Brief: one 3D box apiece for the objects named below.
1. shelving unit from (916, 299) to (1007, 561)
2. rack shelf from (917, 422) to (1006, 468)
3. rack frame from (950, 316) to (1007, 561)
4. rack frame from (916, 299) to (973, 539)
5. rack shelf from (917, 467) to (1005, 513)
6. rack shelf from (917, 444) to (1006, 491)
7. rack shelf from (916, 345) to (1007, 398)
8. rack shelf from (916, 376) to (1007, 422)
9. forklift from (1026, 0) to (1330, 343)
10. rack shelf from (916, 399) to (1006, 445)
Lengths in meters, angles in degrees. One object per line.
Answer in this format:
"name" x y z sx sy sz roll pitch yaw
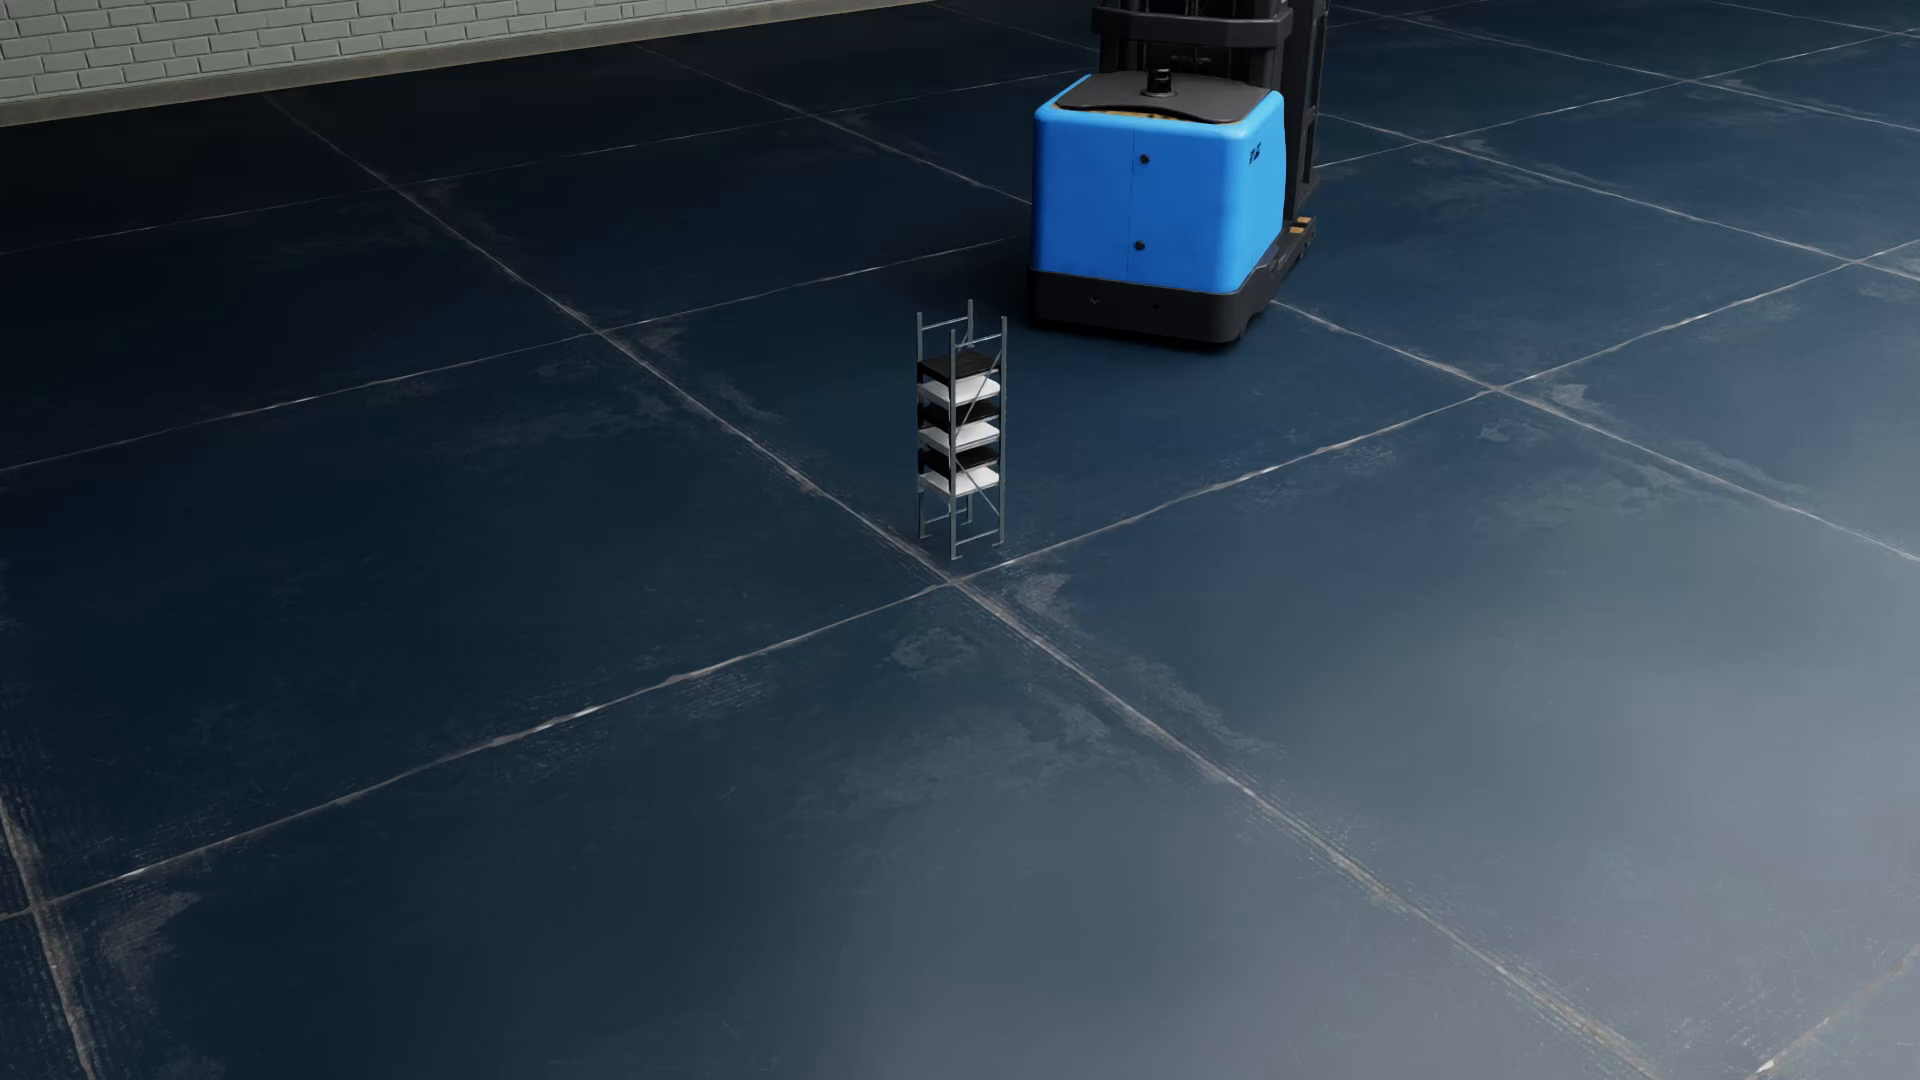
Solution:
"shelving unit" 0.005 -0.392 6.029 0.258 0.900 0.210 -19 34 -31
"rack shelf" 0.005 -0.363 6.045 0.258 0.077 0.200 -19 34 -31
"rack frame" 0.064 -0.353 5.957 0.240 0.900 0.006 -19 34 -31
"rack frame" -0.054 -0.432 6.102 0.240 0.900 0.006 -19 34 -31
"rack shelf" 0.005 -0.205 6.131 0.258 0.077 0.200 -19 34 -31
"rack shelf" 0.005 -0.284 6.088 0.258 0.077 0.200 -19 34 -31
"rack shelf" 0.005 -0.600 5.916 0.258 0.077 0.200 -19 34 -31
"rack shelf" 0.005 -0.521 5.959 0.258 0.077 0.200 -19 34 -31
"forklift" 1.341 -2.898 8.515 1.130 2.935 3.031 11 30 19
"rack shelf" 0.005 -0.442 6.002 0.258 0.077 0.200 -19 34 -31
